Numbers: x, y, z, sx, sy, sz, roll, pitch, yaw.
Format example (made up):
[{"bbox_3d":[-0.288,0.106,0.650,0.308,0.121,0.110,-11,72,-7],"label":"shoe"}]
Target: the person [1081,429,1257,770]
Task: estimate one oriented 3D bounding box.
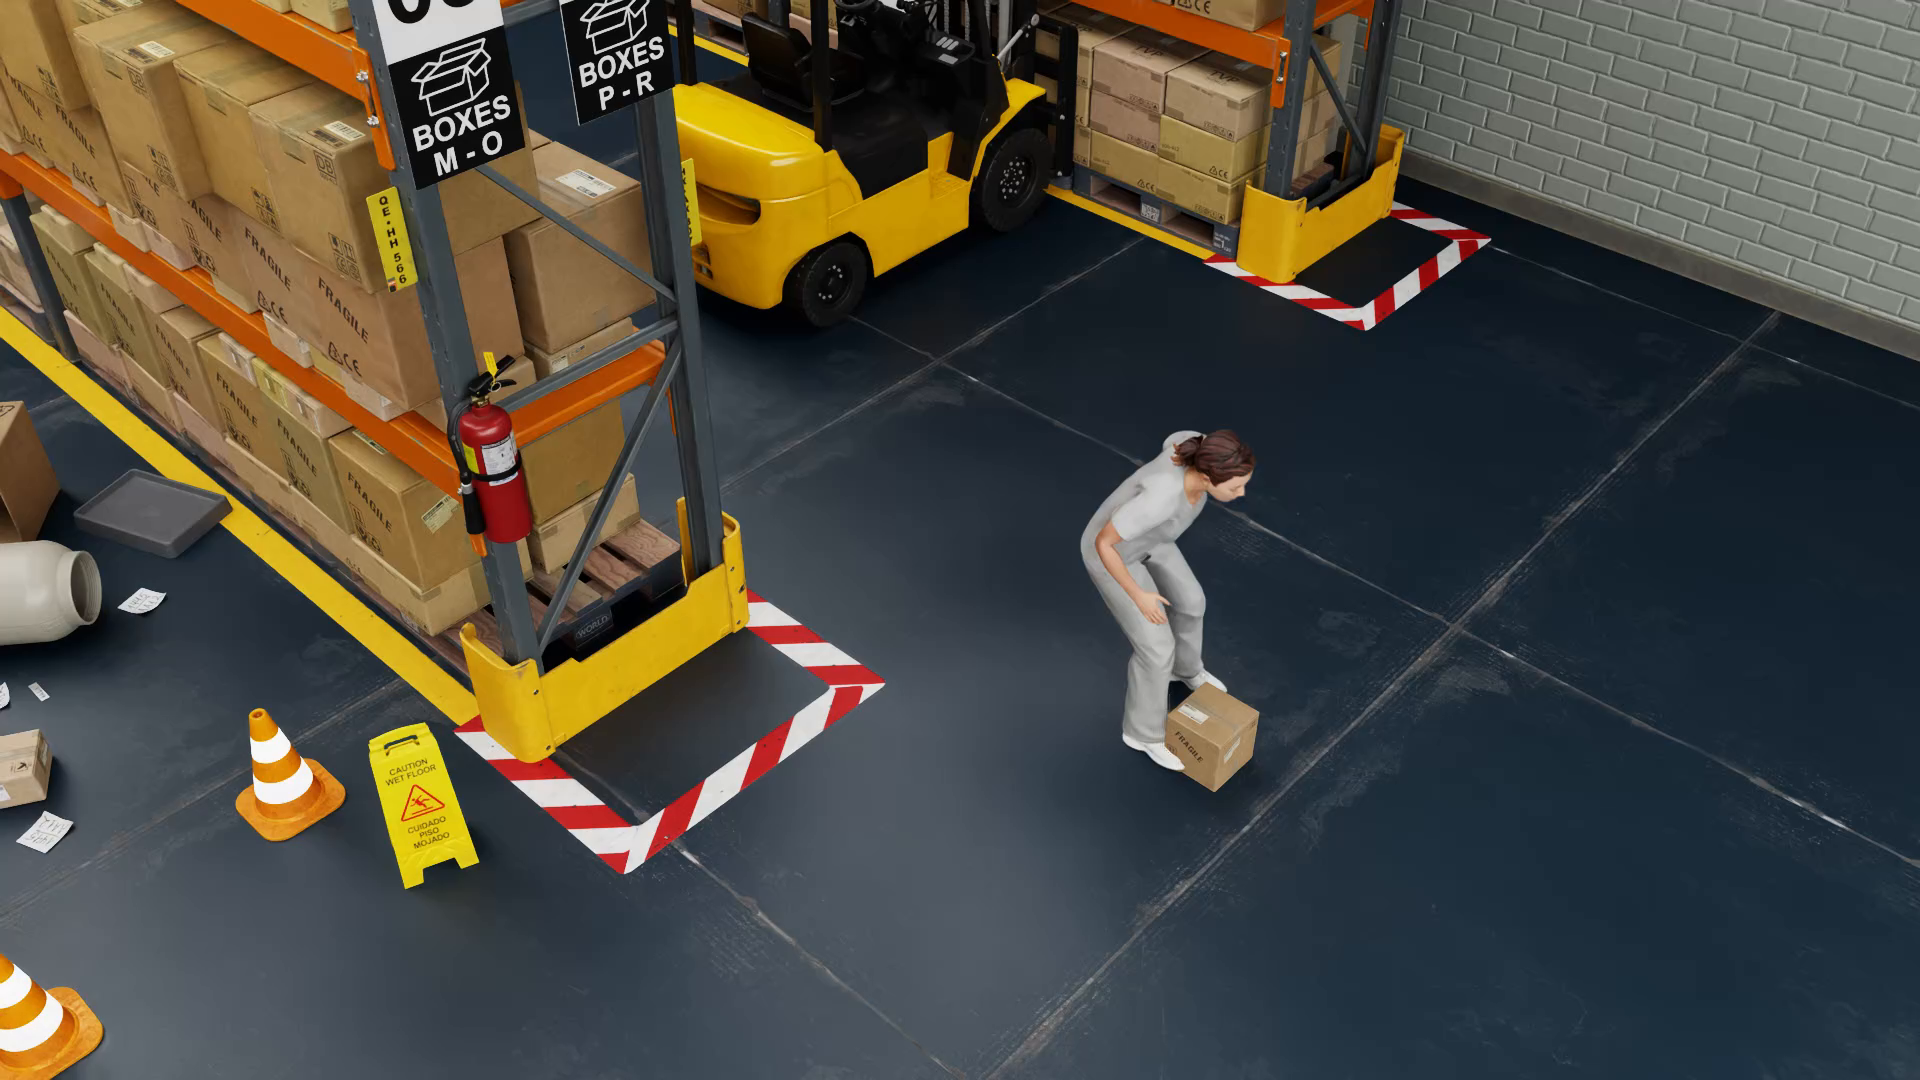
[{"bbox_3d":[0.750,0.132,6.141,0.626,1.499,0.651,24,45,26],"label":"person"}]
